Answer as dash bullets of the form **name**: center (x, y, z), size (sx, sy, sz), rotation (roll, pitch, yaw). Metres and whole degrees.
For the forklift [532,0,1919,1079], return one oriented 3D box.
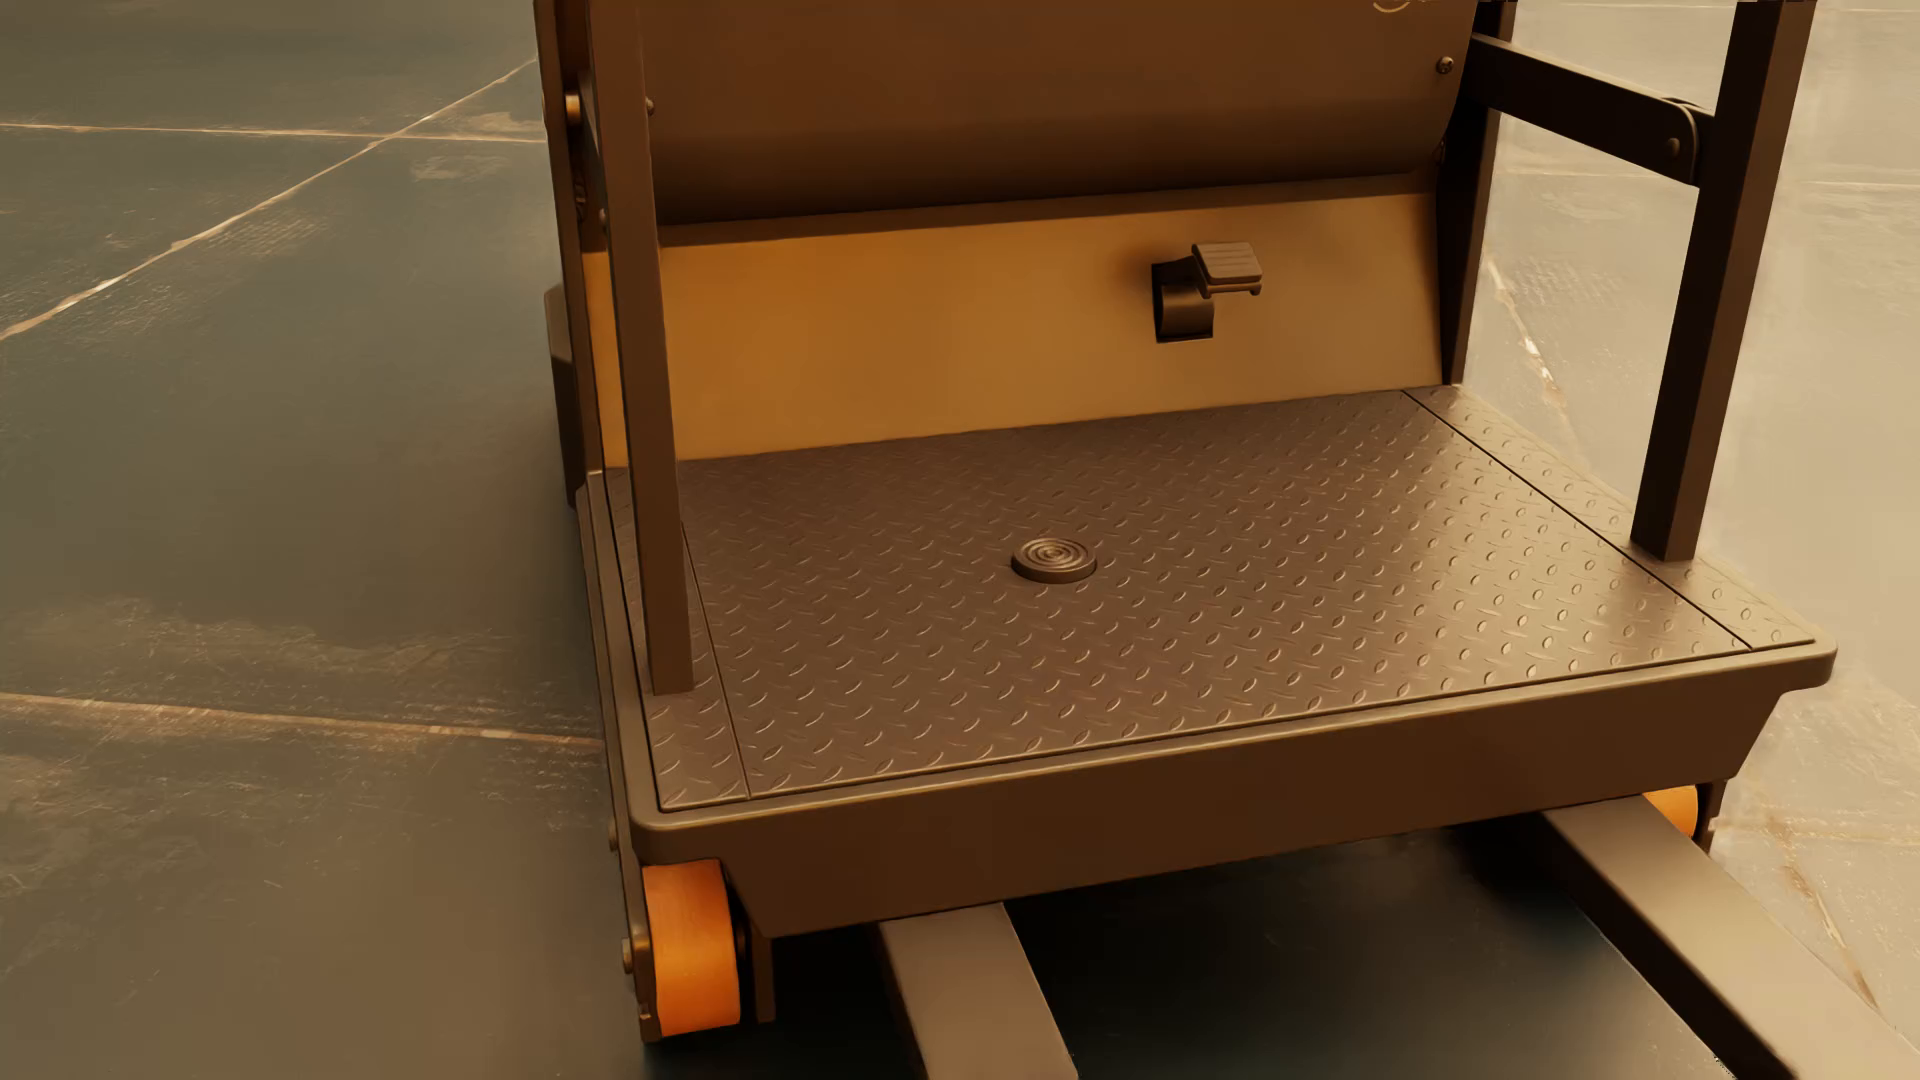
- **forklift**: center (0.159, -1.038, 1.297), size (1.130, 2.935, 3.031), rotation (-7, 27, -13)
